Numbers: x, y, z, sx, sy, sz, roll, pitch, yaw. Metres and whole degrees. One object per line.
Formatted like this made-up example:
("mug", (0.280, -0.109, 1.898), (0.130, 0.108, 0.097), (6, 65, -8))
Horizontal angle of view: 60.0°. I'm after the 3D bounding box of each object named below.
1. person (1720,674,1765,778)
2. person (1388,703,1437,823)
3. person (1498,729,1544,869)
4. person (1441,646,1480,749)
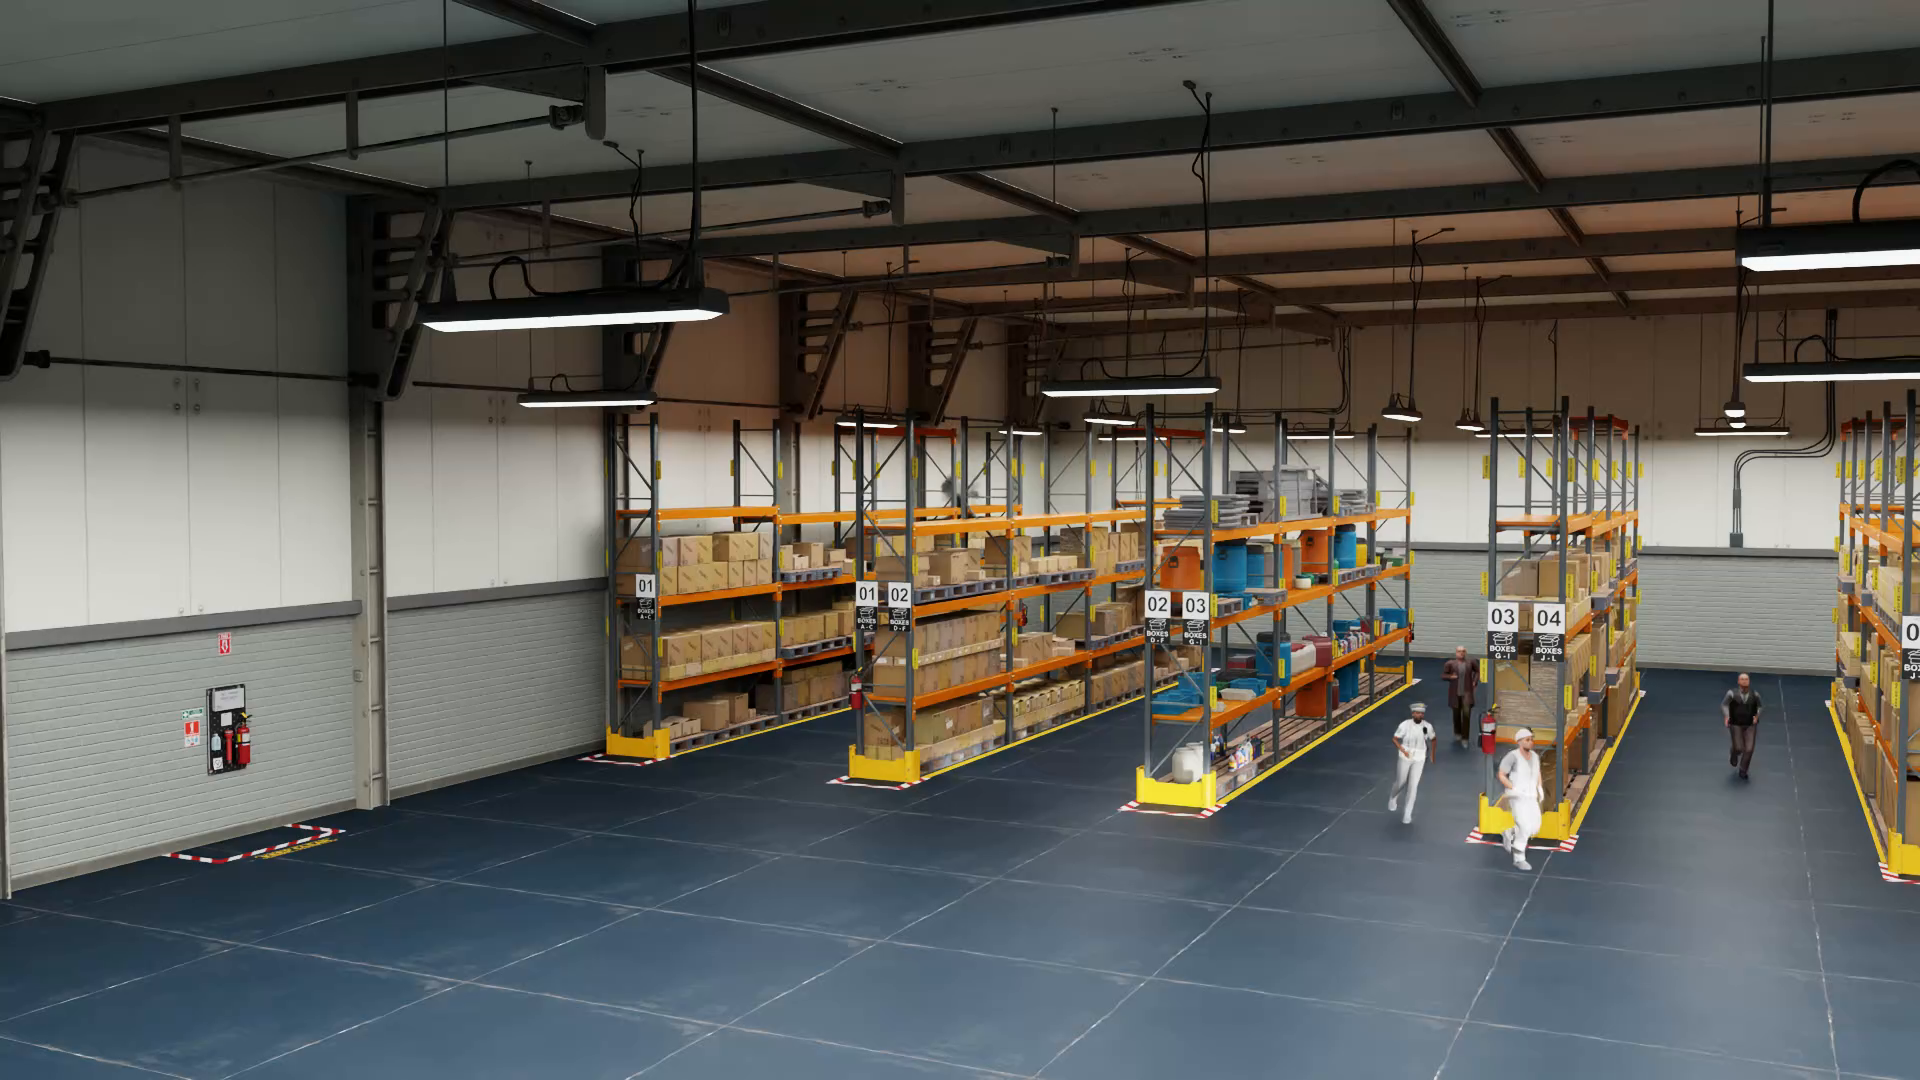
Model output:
("person", (12.799, 3.030, 27.183), (0.660, 1.680, 0.585), (1, 3, 17))
("person", (6.536, 3.168, 23.937), (0.656, 1.693, 0.800), (0, 2, 8))
("person", (7.093, 3.251, 21.075), (0.698, 1.747, 0.648), (-1, 3, -25))
("person", (9.099, 2.835, 30.230), (0.692, 1.841, 0.842), (1, 3, 17))
